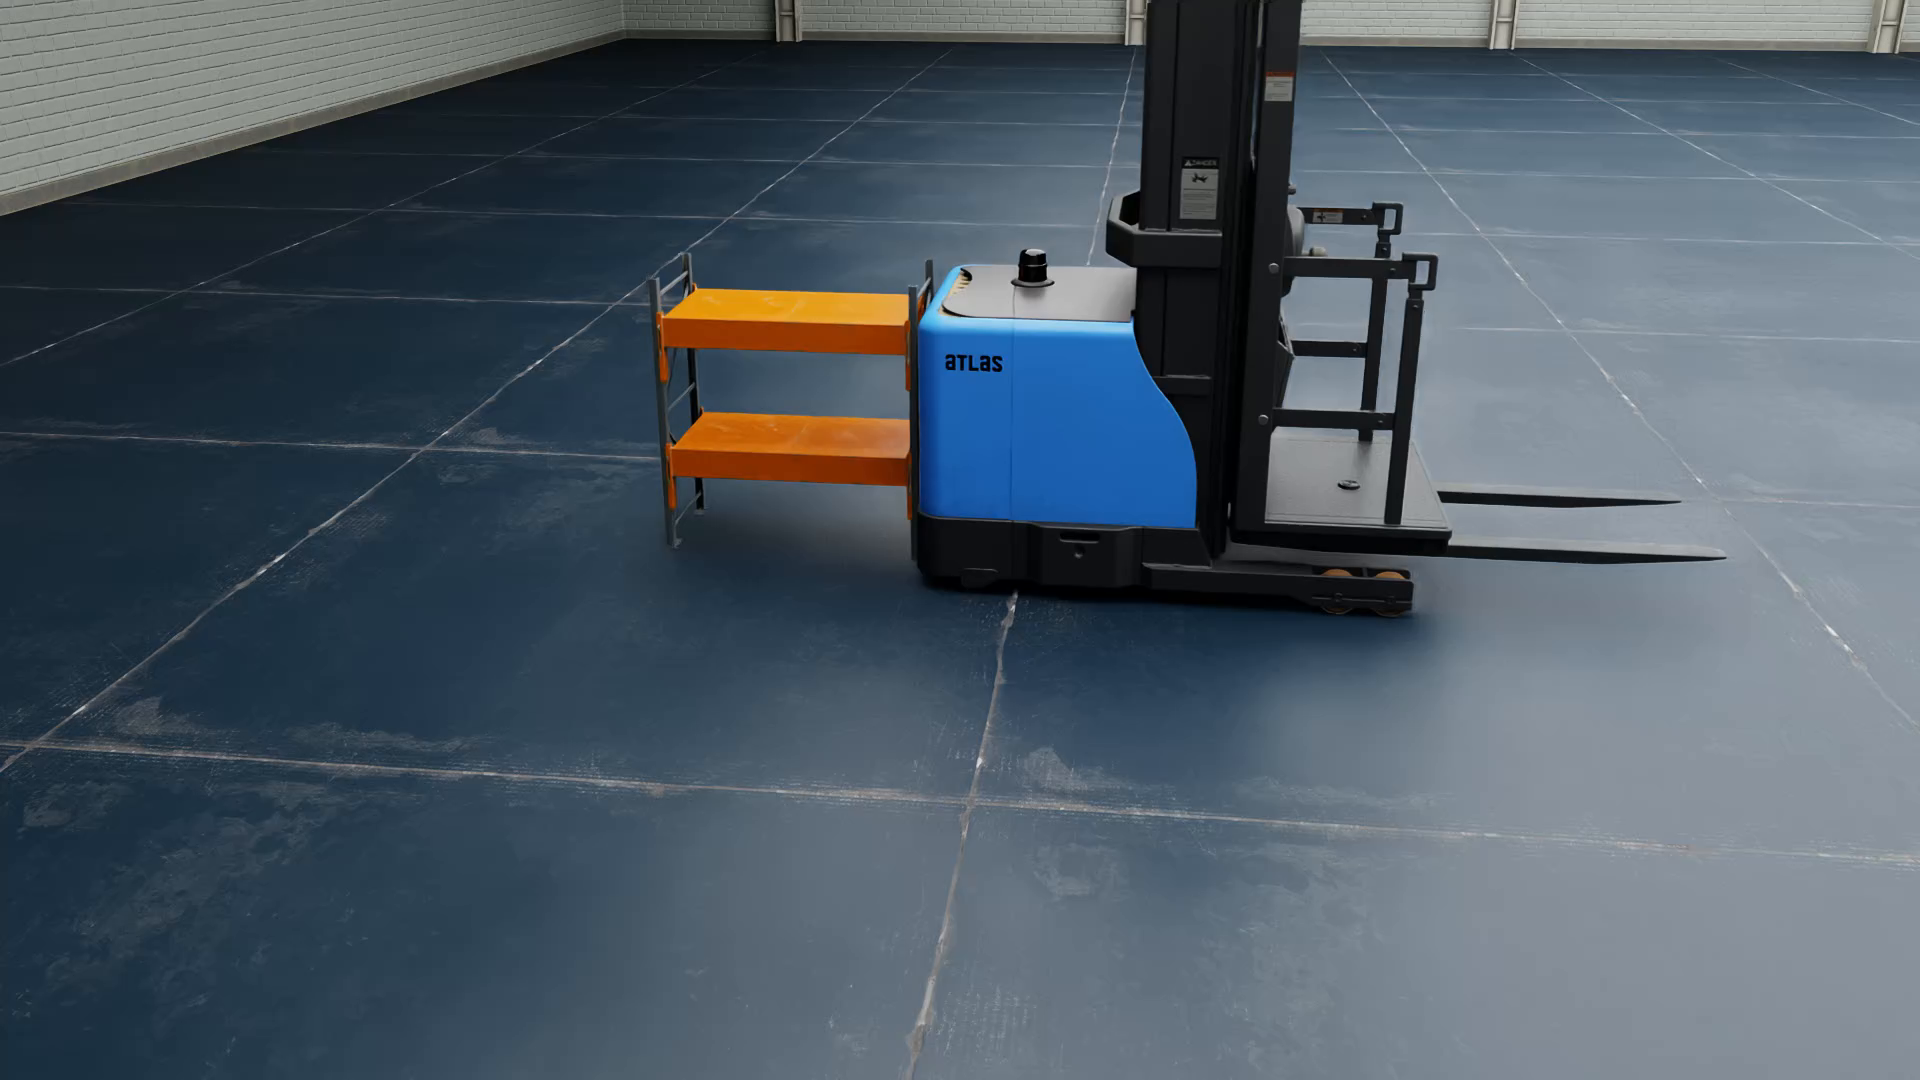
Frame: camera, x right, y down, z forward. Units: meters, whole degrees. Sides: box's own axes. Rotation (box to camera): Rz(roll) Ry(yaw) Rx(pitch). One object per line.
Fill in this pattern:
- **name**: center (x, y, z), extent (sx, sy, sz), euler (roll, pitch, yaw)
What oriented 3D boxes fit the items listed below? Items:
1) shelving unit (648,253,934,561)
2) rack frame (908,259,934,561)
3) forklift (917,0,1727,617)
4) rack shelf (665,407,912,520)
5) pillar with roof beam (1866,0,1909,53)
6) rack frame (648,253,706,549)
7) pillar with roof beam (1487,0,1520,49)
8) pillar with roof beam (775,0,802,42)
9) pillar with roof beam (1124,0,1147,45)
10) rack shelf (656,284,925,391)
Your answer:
- **shelving unit**: center (-0.656, -0.553, 6.810), extent (1.048, 1.125, 0.538), euler (3, 22, 7)
- **rack frame**: center (-0.151, -0.530, 6.751), extent (0.032, 1.125, 0.500), euler (3, 22, 7)
- **forklift**: center (1.389, -1.283, 6.198), extent (3.031, 2.935, 1.130), euler (3, 22, 7)
- **rack shelf**: center (-0.656, -0.326, 6.900), extent (1.000, 0.278, 0.538), euler (3, 22, 7)
- **pillar with roof beam**: center (14.405, -10.504, 21.270), extent (0.400, 9.000, 9.100), euler (2, 22, 6)
- **rack frame**: center (-1.160, -0.577, 6.869), extent (0.032, 1.125, 0.500), euler (3, 22, 7)
- **pillar with roof beam**: center (8.447, -10.764, 21.927), extent (0.400, 9.000, 9.100), euler (2, 22, 6)
- **pillar with roof beam**: center (-3.470, -11.283, 23.240), extent (0.400, 9.000, 9.100), euler (2, 22, 6)
- **pillar with roof beam**: center (2.489, -11.024, 22.584), extent (0.400, 9.000, 9.100), euler (2, 22, 6)
- **rack shelf**: center (-0.656, -0.826, 6.702), extent (1.000, 0.278, 0.538), euler (3, 22, 7)
